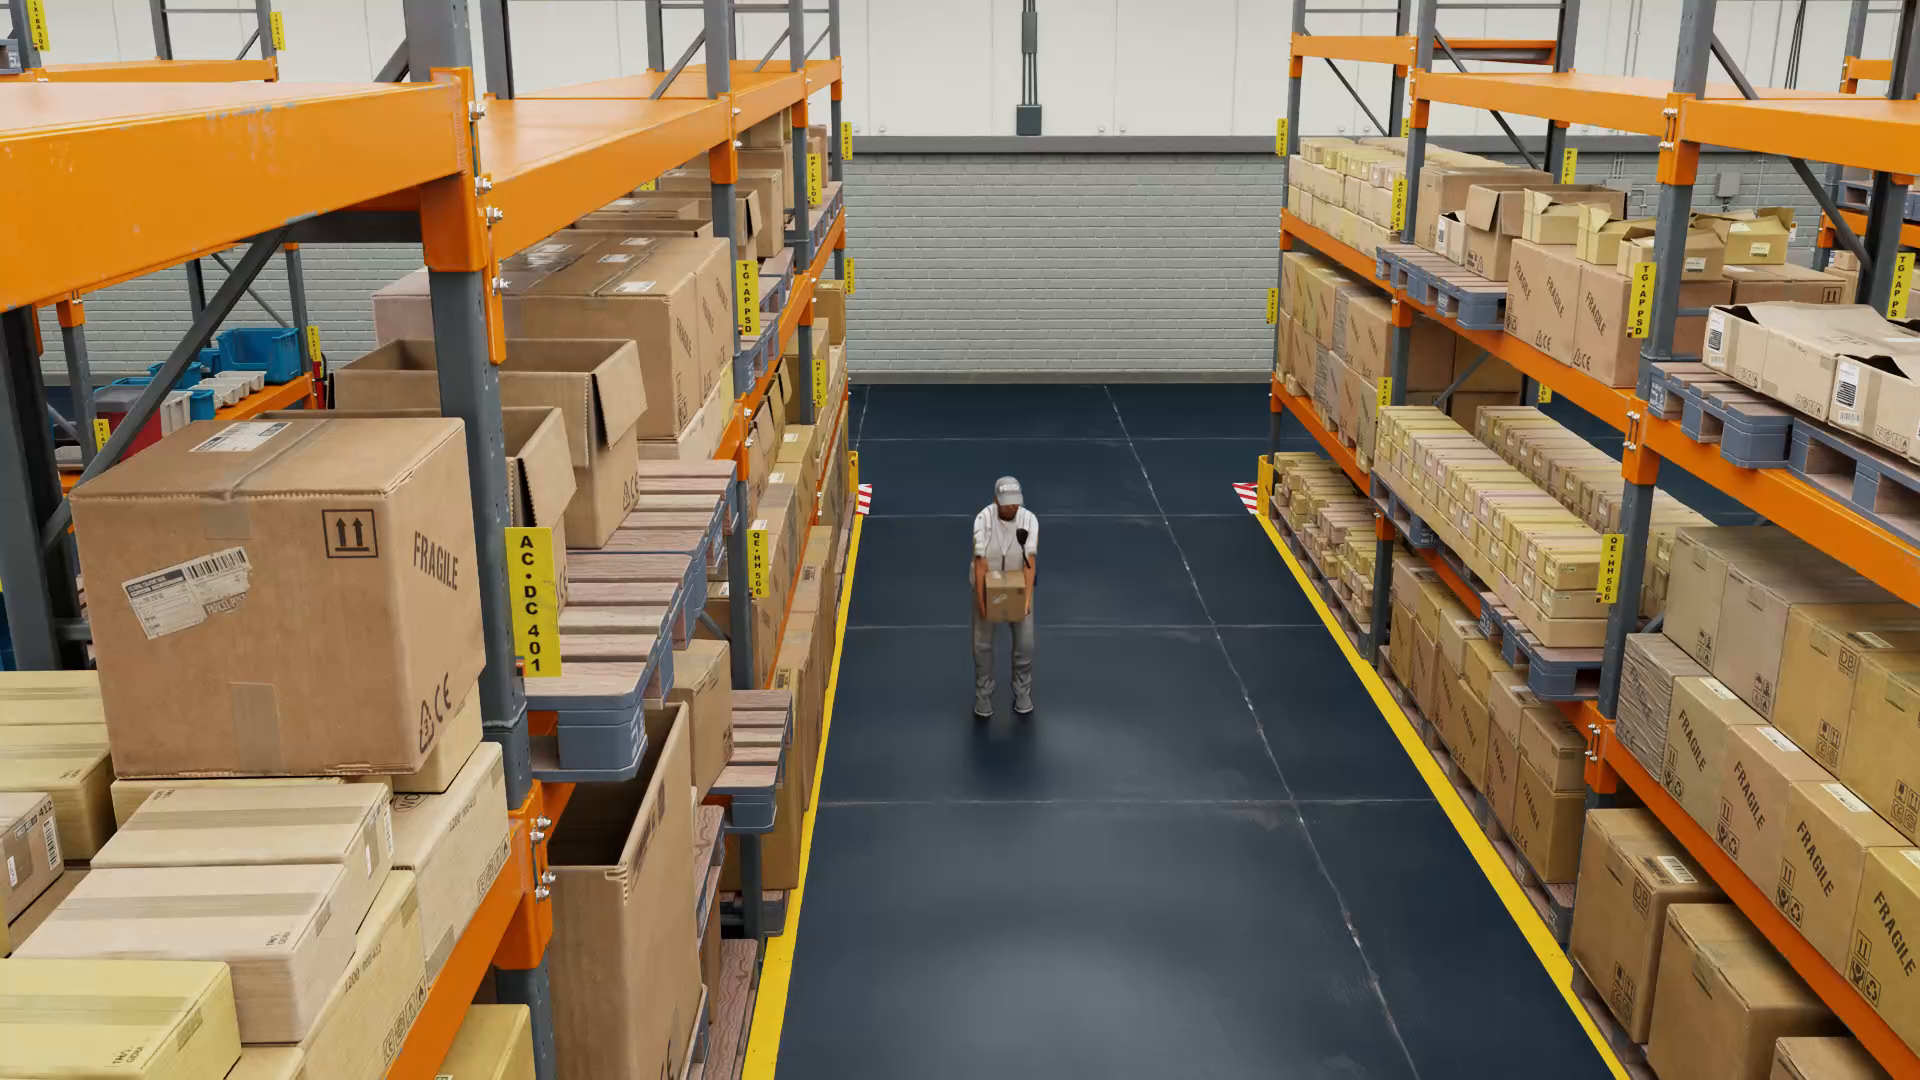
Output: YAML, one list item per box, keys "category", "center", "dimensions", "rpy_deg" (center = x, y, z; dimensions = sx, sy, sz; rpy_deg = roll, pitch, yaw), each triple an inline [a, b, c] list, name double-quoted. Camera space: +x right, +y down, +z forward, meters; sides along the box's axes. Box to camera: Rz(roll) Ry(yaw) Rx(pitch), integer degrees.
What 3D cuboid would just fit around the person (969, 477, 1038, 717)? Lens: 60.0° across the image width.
- category: "person"
  center: [0.291, 0.357, 10.955]
  dimensions: [0.452, 1.638, 0.581]
  rpy_deg: [-1, 17, -2]
